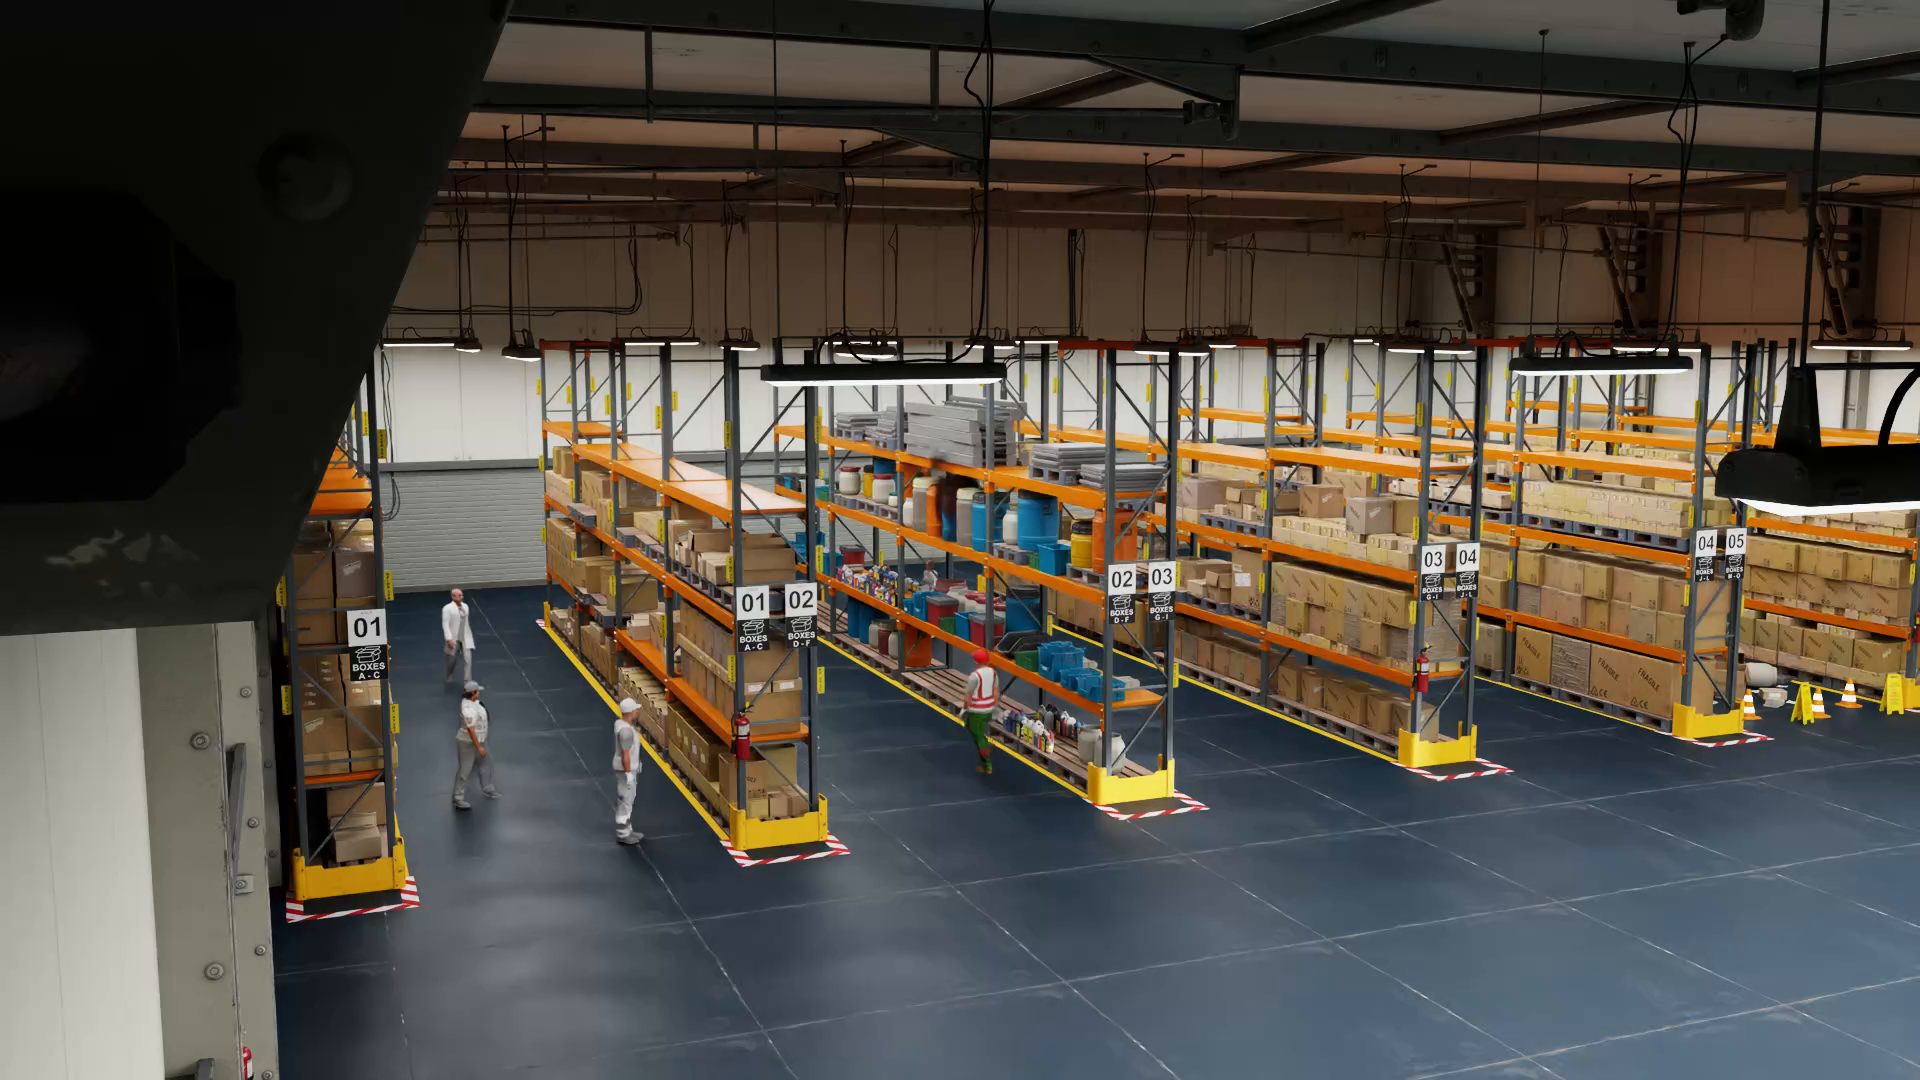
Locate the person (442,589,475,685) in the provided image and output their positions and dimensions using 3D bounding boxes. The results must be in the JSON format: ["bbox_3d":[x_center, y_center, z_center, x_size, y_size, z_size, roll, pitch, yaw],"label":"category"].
[{"bbox_3d":[-8.757,1.705,28.966,0.537,1.732,0.993,-4,8,-25],"label":"person"}]

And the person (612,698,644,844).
[{"bbox_3d":[-4.058,2.805,20.308,0.367,1.793,0.573,-1,7,-7],"label":"person"}]

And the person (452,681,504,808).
[{"bbox_3d":[-6.411,2.679,21.967,0.532,1.691,0.680,0,7,4],"label":"person"}]

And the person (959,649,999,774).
[{"bbox_3d":[0.217,2.379,23.311,0.572,1.761,0.539,5,9,32],"label":"person"}]

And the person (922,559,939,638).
[{"bbox_3d":[-0.595,1.170,33.561,0.338,1.605,0.431,-6,9,-38],"label":"person"}]
